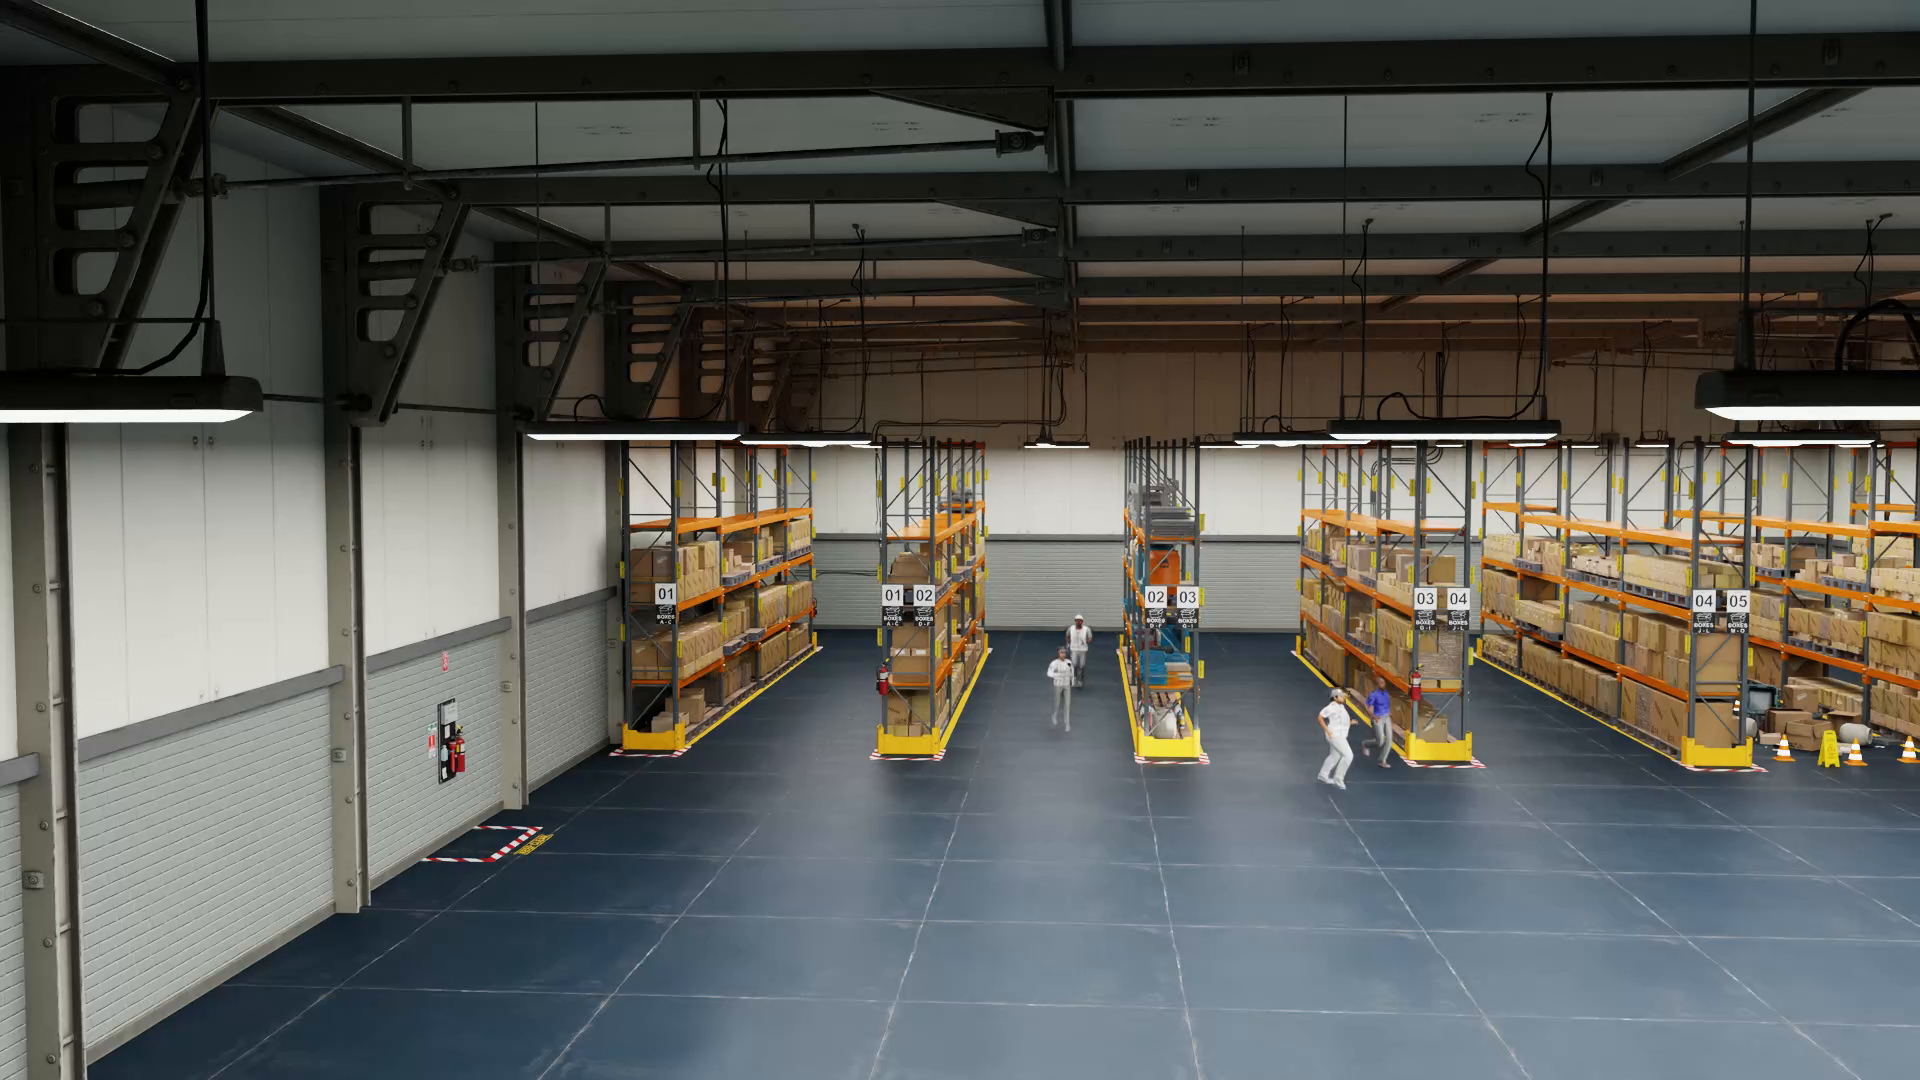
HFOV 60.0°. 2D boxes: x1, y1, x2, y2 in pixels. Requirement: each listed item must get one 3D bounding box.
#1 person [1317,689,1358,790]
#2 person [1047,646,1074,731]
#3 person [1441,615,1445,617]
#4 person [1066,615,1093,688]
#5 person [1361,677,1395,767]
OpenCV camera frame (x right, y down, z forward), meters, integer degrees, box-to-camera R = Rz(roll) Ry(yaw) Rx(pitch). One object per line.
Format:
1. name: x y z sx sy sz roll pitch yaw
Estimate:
1. person: 6.423 3.386 28.313 0.716 1.712 0.574 2 3 27
2. person: 2.085 3.021 34.222 0.638 1.701 0.897 -1 3 -14
3. person: 13.220 2.448 46.369 0.619 1.612 0.627 2 4 33
4. person: 2.869 2.684 40.123 0.663 1.760 0.666 0 3 6
5. person: 7.624 3.299 30.275 0.592 1.614 0.646 -2 3 -27
